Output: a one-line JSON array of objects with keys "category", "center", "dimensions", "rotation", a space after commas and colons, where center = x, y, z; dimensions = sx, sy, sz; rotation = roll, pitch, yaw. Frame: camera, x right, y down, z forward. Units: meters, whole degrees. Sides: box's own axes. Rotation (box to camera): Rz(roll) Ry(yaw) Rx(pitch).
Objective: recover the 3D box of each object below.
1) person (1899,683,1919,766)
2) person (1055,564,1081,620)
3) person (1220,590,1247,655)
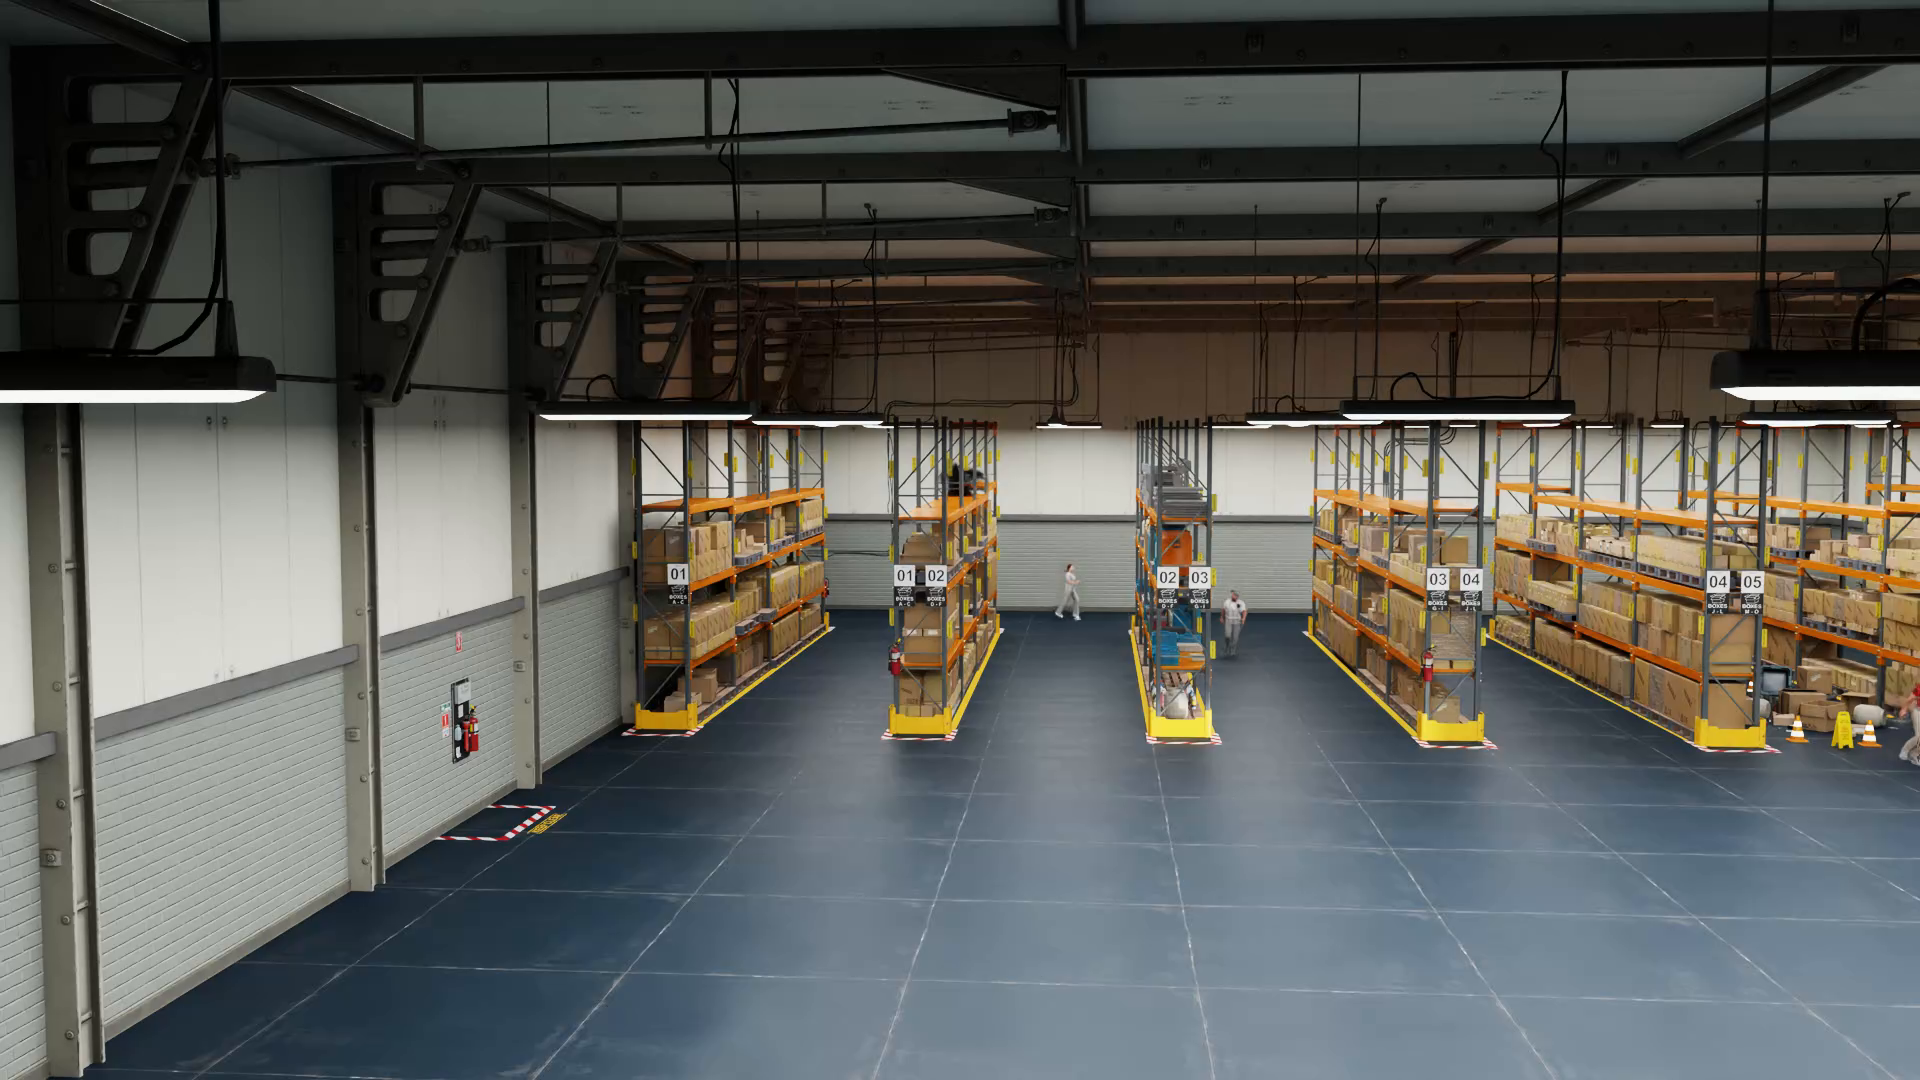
[{"category": "person", "center": [16.524, 3.033, 28.471], "dimensions": [0.685, 1.684, 0.586], "rotation": [-1, 4, -11]}, {"category": "person", "center": [3.308, 1.576, 50.596], "dimensions": [0.853, 1.718, 0.555], "rotation": [2, 4, 27]}, {"category": "person", "center": [6.960, 2.103, 42.329], "dimensions": [0.675, 1.711, 0.801], "rotation": [1, 4, 8]}]
